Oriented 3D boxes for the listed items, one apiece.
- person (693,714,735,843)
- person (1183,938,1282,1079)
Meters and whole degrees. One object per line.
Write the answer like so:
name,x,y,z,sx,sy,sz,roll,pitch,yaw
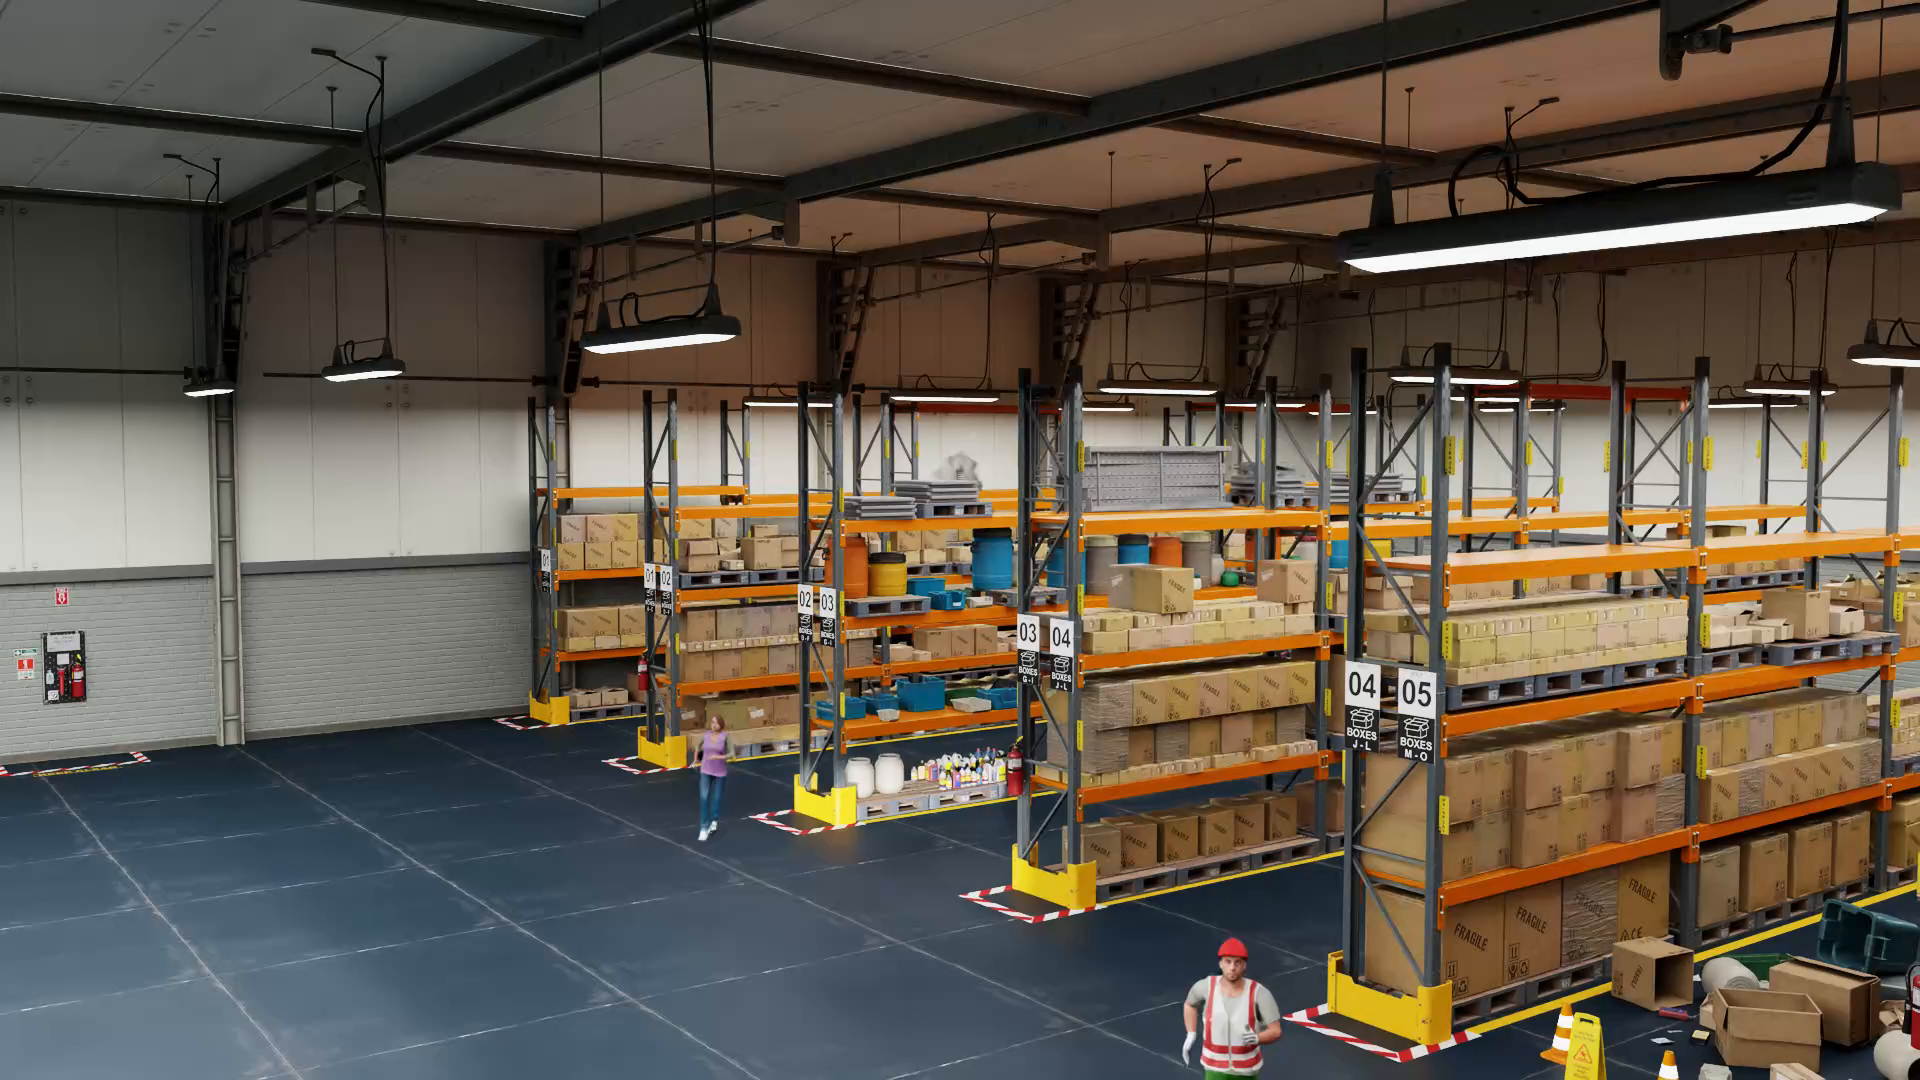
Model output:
person,-3.216,3.094,21.743,0.552,1.646,0.646,0,3,-6
person,1.838,3.574,11.248,0.660,1.770,1.005,1,3,9
